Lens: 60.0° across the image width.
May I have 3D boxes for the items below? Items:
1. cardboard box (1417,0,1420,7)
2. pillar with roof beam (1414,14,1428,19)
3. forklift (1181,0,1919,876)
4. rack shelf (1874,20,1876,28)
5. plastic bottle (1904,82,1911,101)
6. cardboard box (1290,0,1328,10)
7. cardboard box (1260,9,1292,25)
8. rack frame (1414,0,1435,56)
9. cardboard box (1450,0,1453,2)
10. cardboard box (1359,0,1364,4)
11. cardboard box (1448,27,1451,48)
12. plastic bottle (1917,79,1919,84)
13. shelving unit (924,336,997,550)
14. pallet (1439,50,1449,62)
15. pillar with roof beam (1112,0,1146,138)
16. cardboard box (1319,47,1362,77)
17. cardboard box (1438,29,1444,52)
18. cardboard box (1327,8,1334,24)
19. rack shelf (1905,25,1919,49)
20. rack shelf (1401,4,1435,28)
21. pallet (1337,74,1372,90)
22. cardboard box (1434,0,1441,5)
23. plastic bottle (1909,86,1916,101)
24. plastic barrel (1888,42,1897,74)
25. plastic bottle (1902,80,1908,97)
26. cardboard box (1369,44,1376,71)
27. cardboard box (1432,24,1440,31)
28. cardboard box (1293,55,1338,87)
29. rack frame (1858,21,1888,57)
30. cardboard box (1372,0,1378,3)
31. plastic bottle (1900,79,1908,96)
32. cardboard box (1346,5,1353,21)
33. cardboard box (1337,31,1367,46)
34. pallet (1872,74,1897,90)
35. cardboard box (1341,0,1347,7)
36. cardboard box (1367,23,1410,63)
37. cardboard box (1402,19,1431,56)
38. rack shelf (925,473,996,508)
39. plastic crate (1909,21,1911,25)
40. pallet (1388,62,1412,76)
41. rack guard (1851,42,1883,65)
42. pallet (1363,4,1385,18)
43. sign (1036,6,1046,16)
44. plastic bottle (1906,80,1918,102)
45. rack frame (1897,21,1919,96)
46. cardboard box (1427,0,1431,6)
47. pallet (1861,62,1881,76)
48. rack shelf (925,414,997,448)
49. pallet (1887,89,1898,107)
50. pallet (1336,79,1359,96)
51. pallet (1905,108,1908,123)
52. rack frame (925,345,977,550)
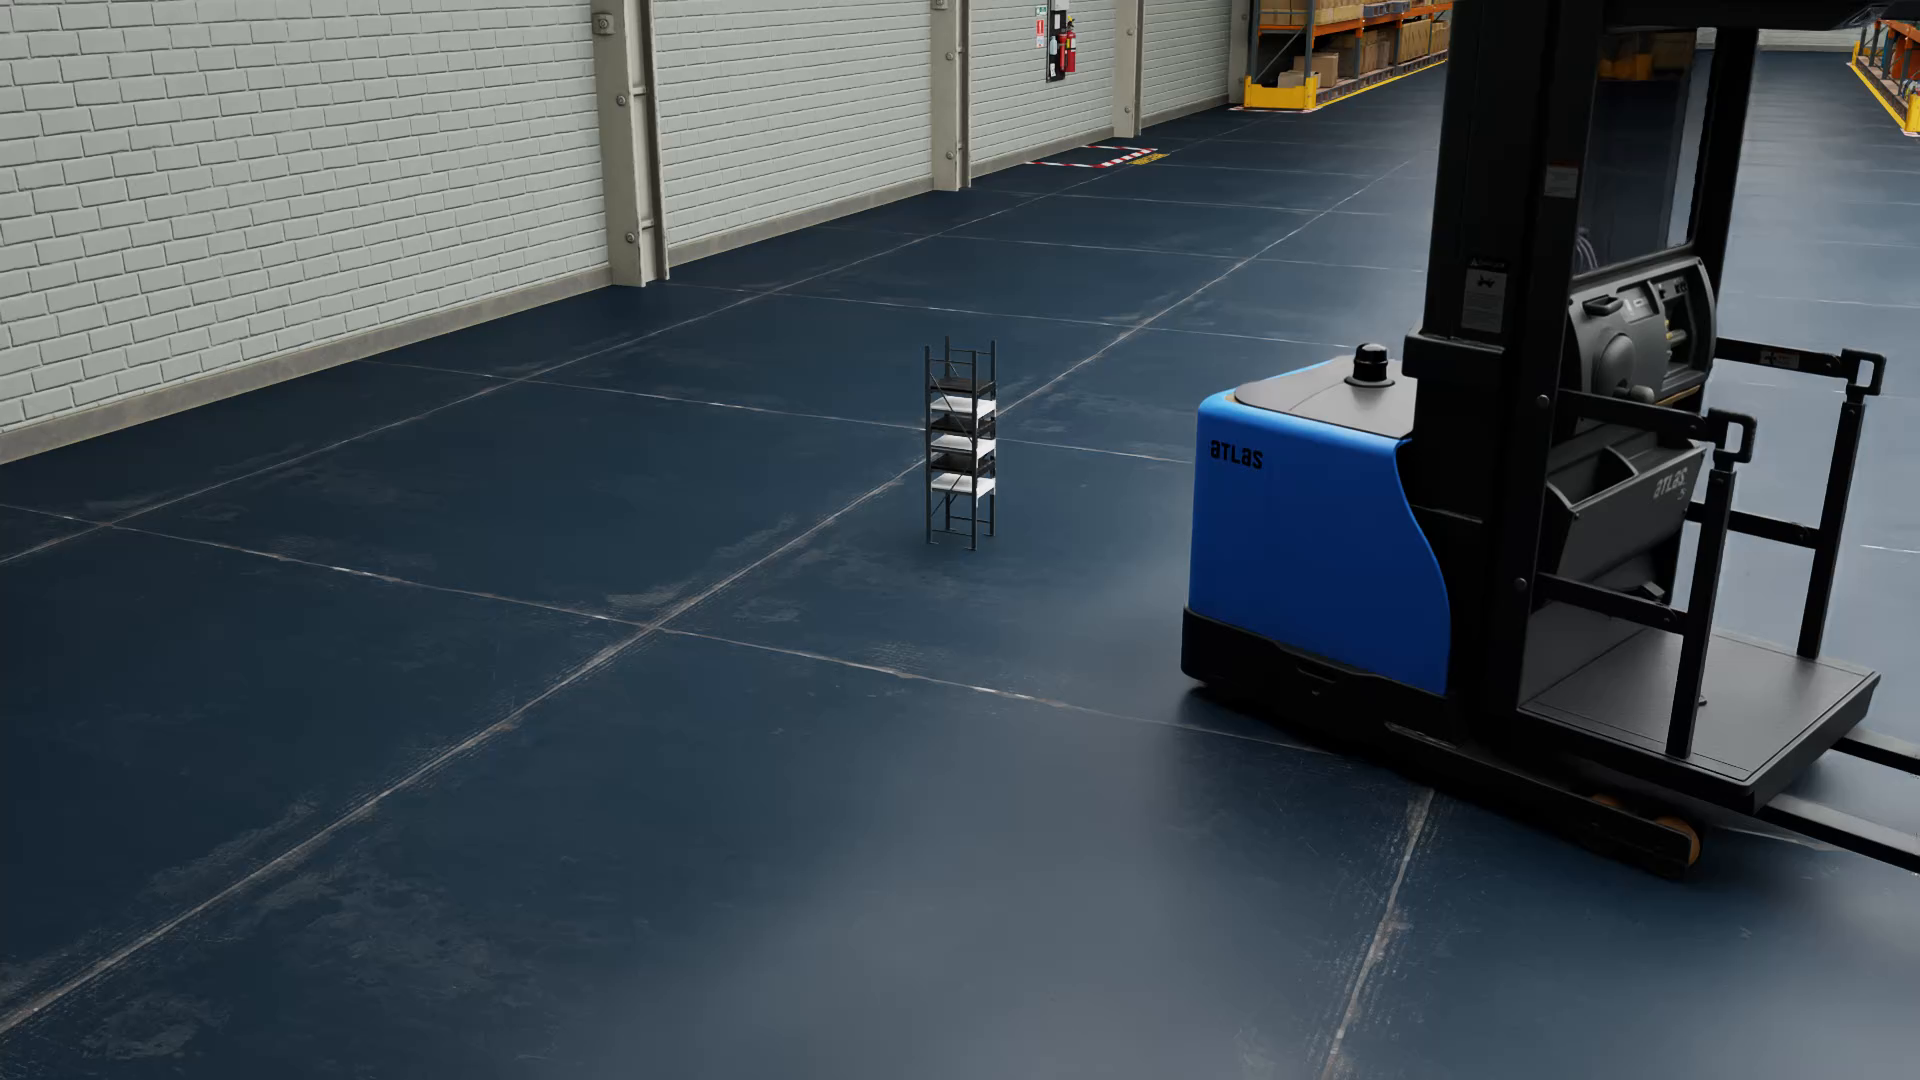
[{"bbox_3d":[9.791,-11.684,36.193,0.380,0.149,0.250,8,21,21],"label":"cardboard box"},{"bbox_3d":[16.113,-16.721,41.055,9.100,9.000,0.400,9,21,23],"label":"pillar with roof beam"},{"bbox_3d":[2.186,-0.615,4.823,1.130,2.935,3.031,-18,27,-42],"label":"forklift"},{"bbox_3d":[20.088,-11.231,35.646,1.077,0.370,4.000,9,21,23],"label":"rack shelf"},{"bbox_3d":[15.101,-7.148,26.489,0.061,0.283,0.133,10,22,25],"label":"plastic bottle"},{"bbox_3d":[5.787,-9.046,27.504,0.500,0.500,0.500,9,21,23],"label":"cardboard box"},{"bbox_3d":[5.332,-8.758,27.812,0.500,0.250,0.500,9,21,23],"label":"cardboard box"},{"bbox_3d":[10.231,-12.318,37.629,1.000,3.000,0.127,9,21,23],"label":"rack frame"},{"bbox_3d":[11.381,-13.301,39.945,0.980,0.700,0.700,8,21,22],"label":"cardboard box"},{"bbox_3d":[7.044,-9.978,30.123,0.500,0.500,0.500,8,21,23],"label":"cardboard box"},{"bbox_3d":[11.673,-12.333,40.775,0.700,0.500,0.500,9,21,23],"label":"cardboard box"},{"bbox_3d":[15.416,-7.263,26.711,0.144,0.351,0.185,9,21,23],"label":"plastic bottle"},{"bbox_3d":[0.003,-0.426,7.325,0.258,0.900,0.210,9,21,23],"label":"shelving unit"},{"bbox_3d":[11.112,-11.600,39.772,1.003,0.211,1.213,9,21,23],"label":"pallet"},{"bbox_3d":[6.285,-9.384,20.426,9.100,9.000,0.400,9,21,23],"label":"pillar with roof beam"},{"bbox_3d":[7.241,-9.129,31.736,0.700,0.500,0.500,9,22,25],"label":"cardboard box"},{"bbox_3d":[11.052,-11.862,39.451,0.700,0.500,0.500,9,22,24],"label":"cardboard box"},{"bbox_3d":[6.006,-8.855,28.084,0.500,0.250,0.500,8,21,21],"label":"cardboard box"},{"bbox_3d":[15.174,-7.563,25.331,1.077,0.370,4.000,9,21,23],"label":"rack shelf"},{"bbox_3d":[9.412,-11.368,36.030,1.077,0.370,4.000,9,21,23],"label":"rack shelf"},{"bbox_3d":[7.272,-8.797,31.889,1.003,0.211,1.213,9,21,23],"label":"pallet"},{"bbox_3d":[10.468,-12.623,38.038,0.980,0.700,0.700,9,21,24],"label":"cardboard box"},{"bbox_3d":[14.739,-6.878,25.728,0.061,0.283,0.133,9,22,24],"label":"plastic bottle"},{"bbox_3d":[18.278,-9.295,32.100,0.600,0.588,0.708,9,21,23],"label":"plastic barrel"},{"bbox_3d":[15.355,-7.297,26.919,0.152,0.276,0.135,9,22,25],"label":"plastic bottle"},{"bbox_3d":[7.851,-9.600,33.061,0.700,0.500,0.500,8,21,22],"label":"cardboard box"},{"bbox_3d":[10.937,-11.938,38.696,0.380,0.149,0.250,9,22,25],"label":"cardboard box"},{"bbox_3d":[6.262,-8.270,29.320,0.700,0.500,0.500,7,21,19],"label":"cardboard box"},{"bbox_3d":[20.907,-12.181,37.245,1.000,3.000,0.127,9,21,23],"label":"rack frame"},{"bbox_3d":[7.671,-10.653,32.142,0.700,0.500,0.500,12,23,30],"label":"cardboard box"},{"bbox_3d":[15.463,-7.398,27.208,0.097,0.271,0.097,0,20,0],"label":"plastic bottle"},{"bbox_3d":[6.634,-9.318,29.386,0.500,0.250,0.500,8,21,22],"label":"cardboard box"},{"bbox_3d":[7.628,-9.777,32.439,0.500,0.250,0.500,8,21,21],"label":"cardboard box"},{"bbox_3d":[17.916,-8.669,31.529,1.003,0.211,1.213,9,21,23],"label":"pallet"},{"bbox_3d":[6.416,-9.513,28.815,0.500,0.500,0.500,9,22,24],"label":"cardboard box"},{"bbox_3d":[9.014,-10.487,35.062,0.750,0.750,0.750,8,21,22],"label":"cardboard box"},{"bbox_3d":[10.083,-11.286,37.310,0.750,0.750,0.750,9,21,23],"label":"cardboard box"},{"bbox_3d":[0.003,-0.225,7.396,0.258,0.077,0.200,9,21,23],"label":"rack shelf"},{"bbox_3d":[15.912,-8.733,27.453,0.402,0.464,0.583,9,21,23],"label":"plastic crate"},{"bbox_3d":[8.985,-10.012,35.306,1.003,0.211,1.213,9,21,23],"label":"pallet"},{"bbox_3d":[20.905,-11.013,37.689,1.175,0.500,0.348,9,21,23],"label":"rack guard"},{"bbox_3d":[7.401,-9.996,31.385,1.003,0.211,1.213,9,21,23],"label":"pallet"},{"bbox_3d":[1.000,-6.510,20.453,0.001,0.109,0.331,9,21,23],"label":"sign"},{"bbox_3d":[14.957,-7.038,26.079,0.144,0.351,0.185,10,22,25],"label":"plastic bottle"},{"bbox_3d":[15.993,-8.513,26.930,1.000,3.000,0.127,9,21,23],"label":"rack frame"},{"bbox_3d":[10.269,-11.986,37.042,0.380,0.149,0.250,9,21,24],"label":"cardboard box"},{"bbox_3d":[19.535,-9.875,34.921,1.003,0.211,1.213,9,21,23],"label":"pallet"},{"bbox_3d":[0.003,-0.480,7.306,0.258,0.077,0.200,9,21,23],"label":"rack shelf"},{"bbox_3d":[16.279,-7.445,28.087,1.003,0.211,1.213,9,21,23],"label":"pallet"},{"bbox_3d":[6.712,-8.348,30.628,1.003,0.211,1.213,9,21,23],"label":"pallet"},{"bbox_3d":[14.681,-6.254,24.738,1.003,0.211,1.213,9,21,23],"label":"pallet"},{"bbox_3d":[-0.038,-0.395,7.238,0.240,0.900,0.006,9,21,23],"label":"rack frame"}]
